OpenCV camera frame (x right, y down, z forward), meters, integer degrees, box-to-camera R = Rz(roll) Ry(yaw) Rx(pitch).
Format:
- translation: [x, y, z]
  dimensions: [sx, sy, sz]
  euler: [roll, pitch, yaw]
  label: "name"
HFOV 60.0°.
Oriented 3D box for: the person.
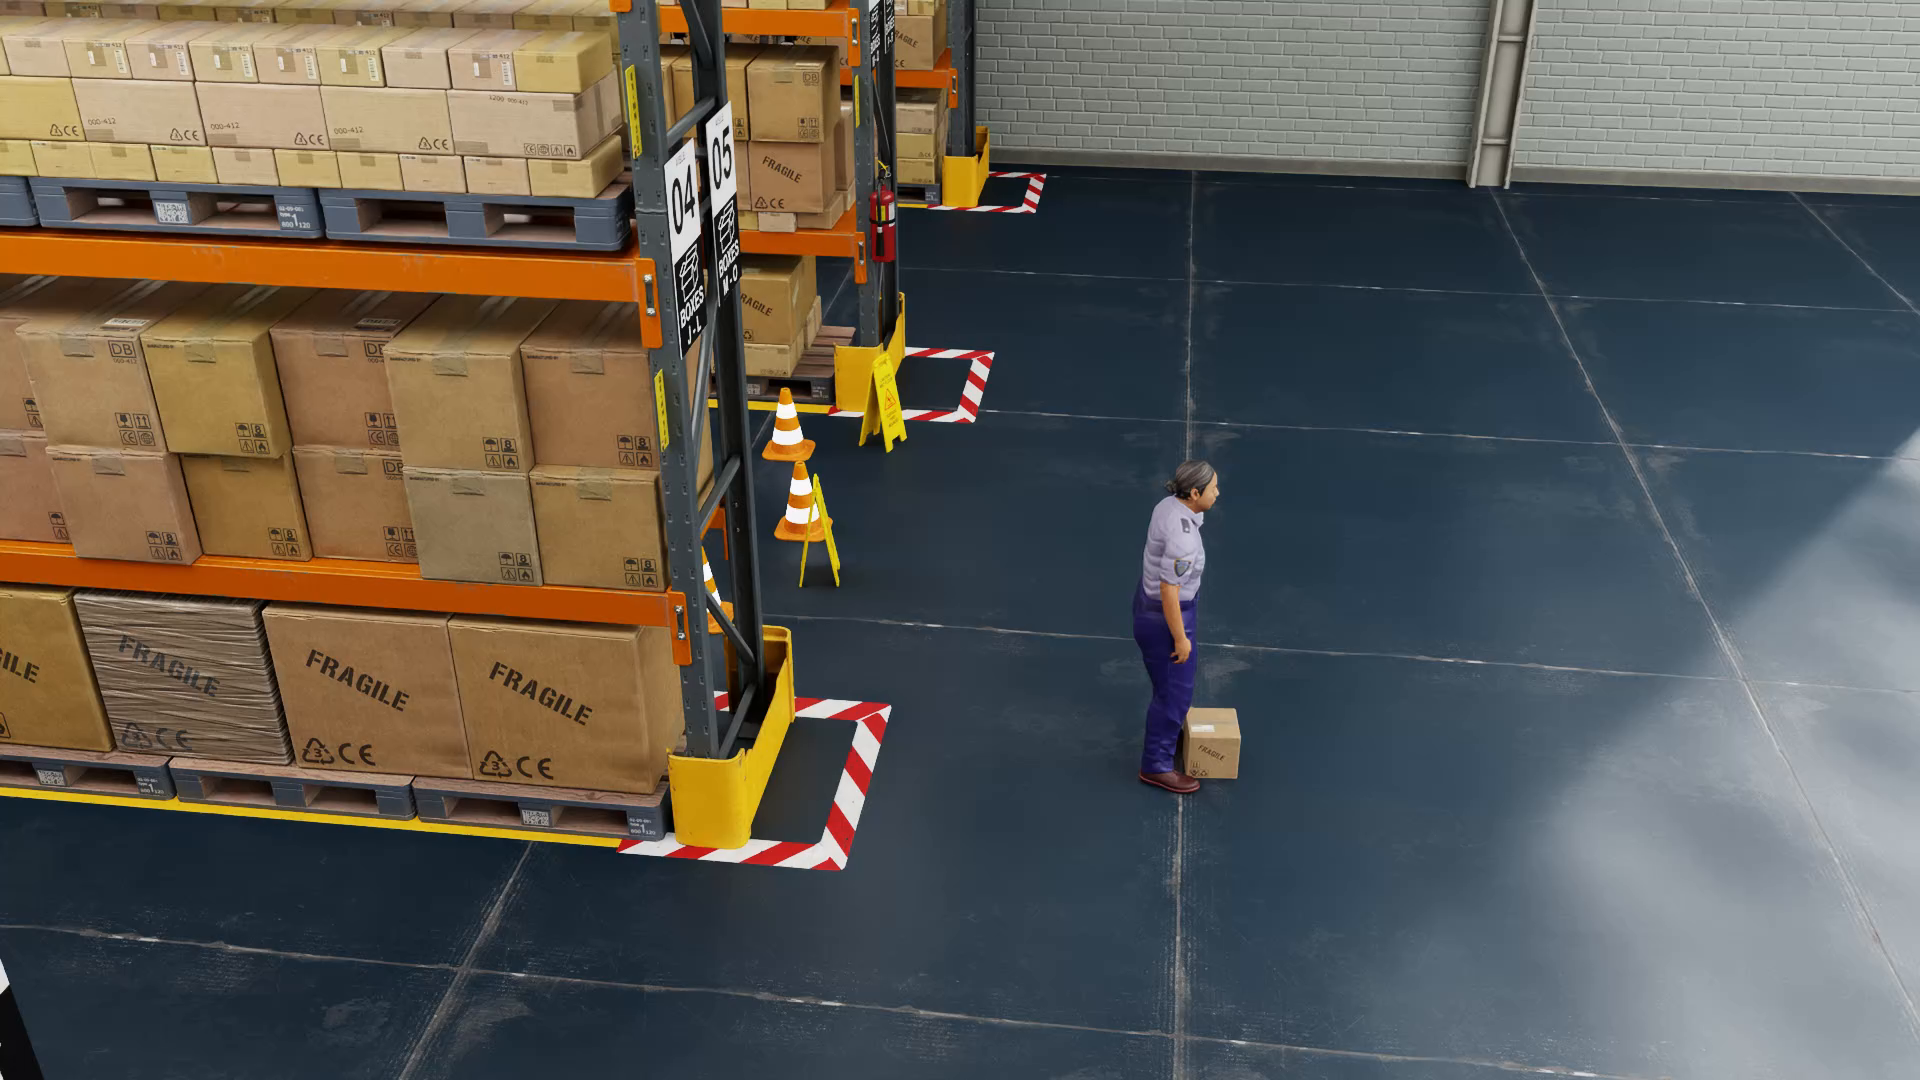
- translation: [1.038, 0.379, 7.937]
  dimensions: [0.426, 1.651, 0.562]
  euler: [2, 29, 3]
  label: "person"
